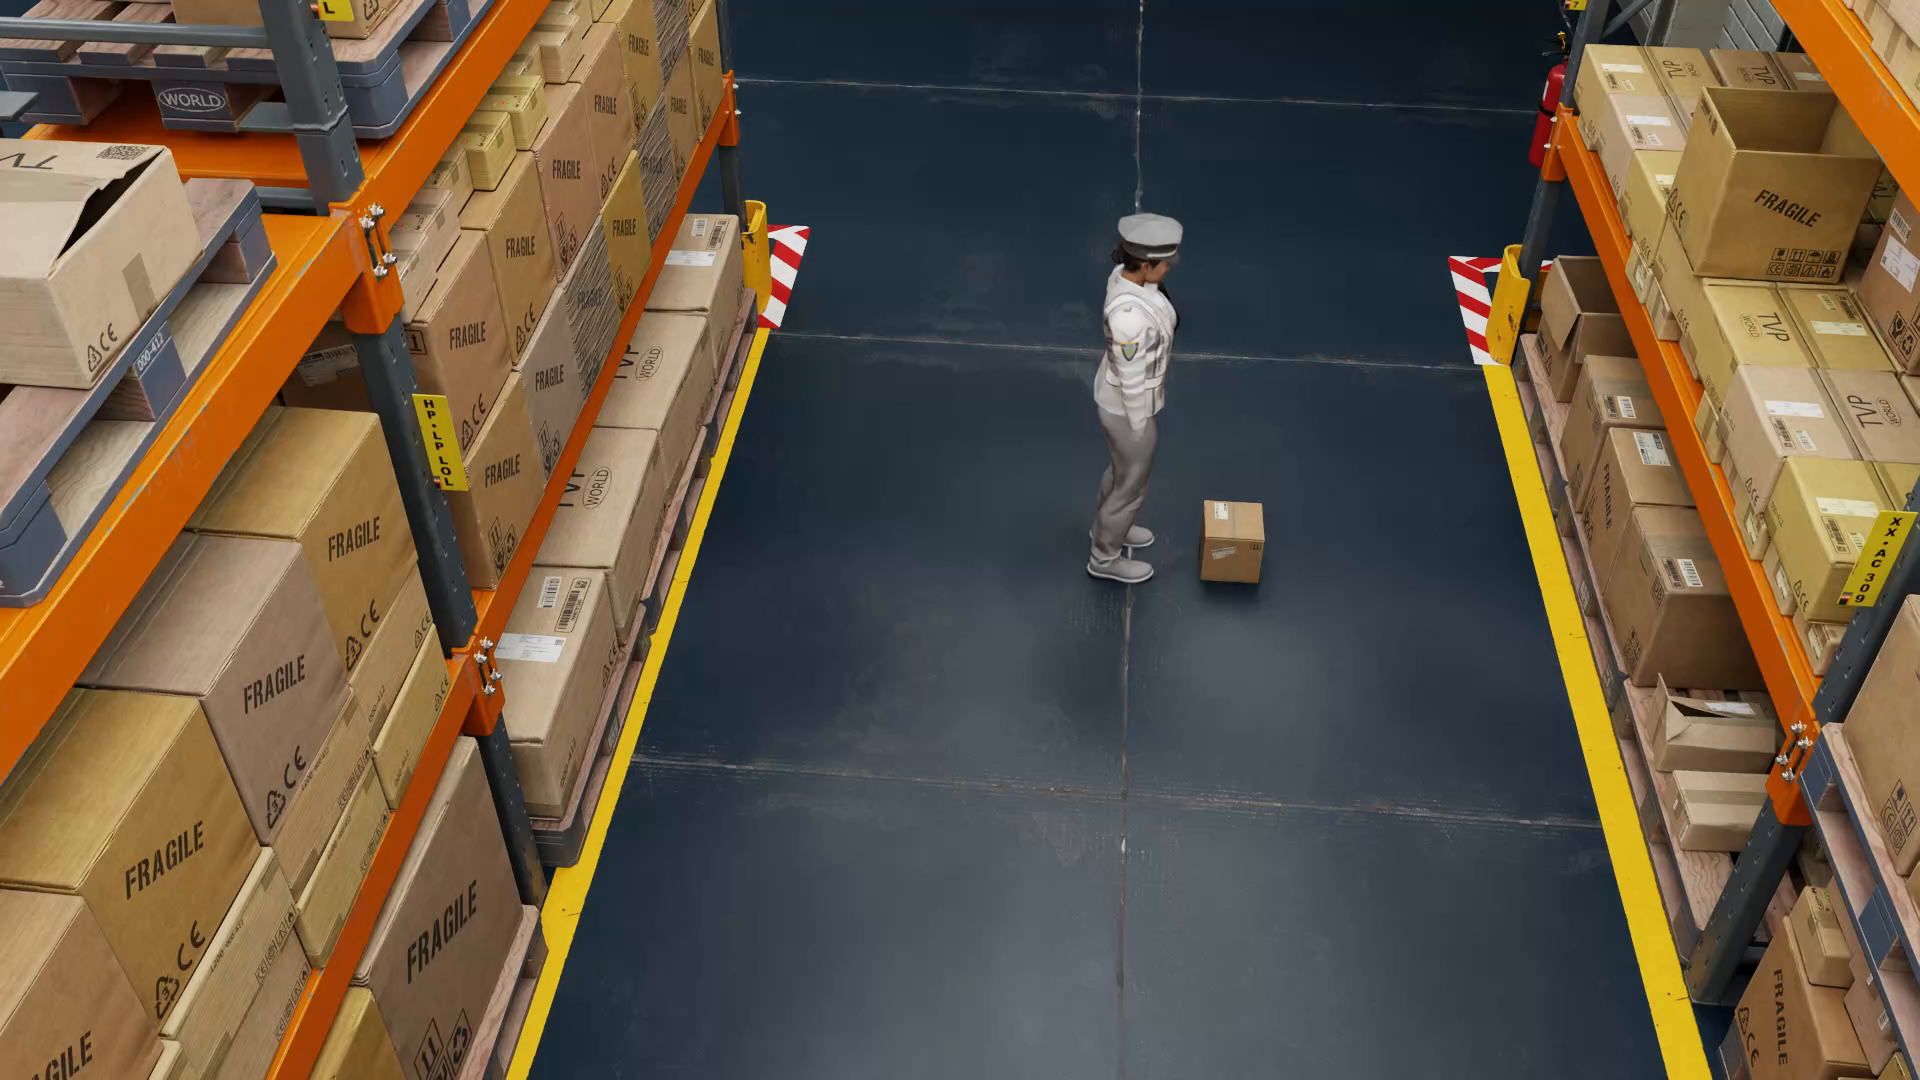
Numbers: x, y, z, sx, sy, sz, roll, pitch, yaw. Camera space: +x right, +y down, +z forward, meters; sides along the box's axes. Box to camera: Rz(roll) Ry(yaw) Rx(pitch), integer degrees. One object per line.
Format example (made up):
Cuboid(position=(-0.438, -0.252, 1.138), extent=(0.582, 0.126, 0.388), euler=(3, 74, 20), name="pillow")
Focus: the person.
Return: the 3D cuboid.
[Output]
Cuboid(position=(0.711, -0.570, 6.835), extent=(0.327, 1.662, 0.472), euler=(4, 40, 5), name="person")
